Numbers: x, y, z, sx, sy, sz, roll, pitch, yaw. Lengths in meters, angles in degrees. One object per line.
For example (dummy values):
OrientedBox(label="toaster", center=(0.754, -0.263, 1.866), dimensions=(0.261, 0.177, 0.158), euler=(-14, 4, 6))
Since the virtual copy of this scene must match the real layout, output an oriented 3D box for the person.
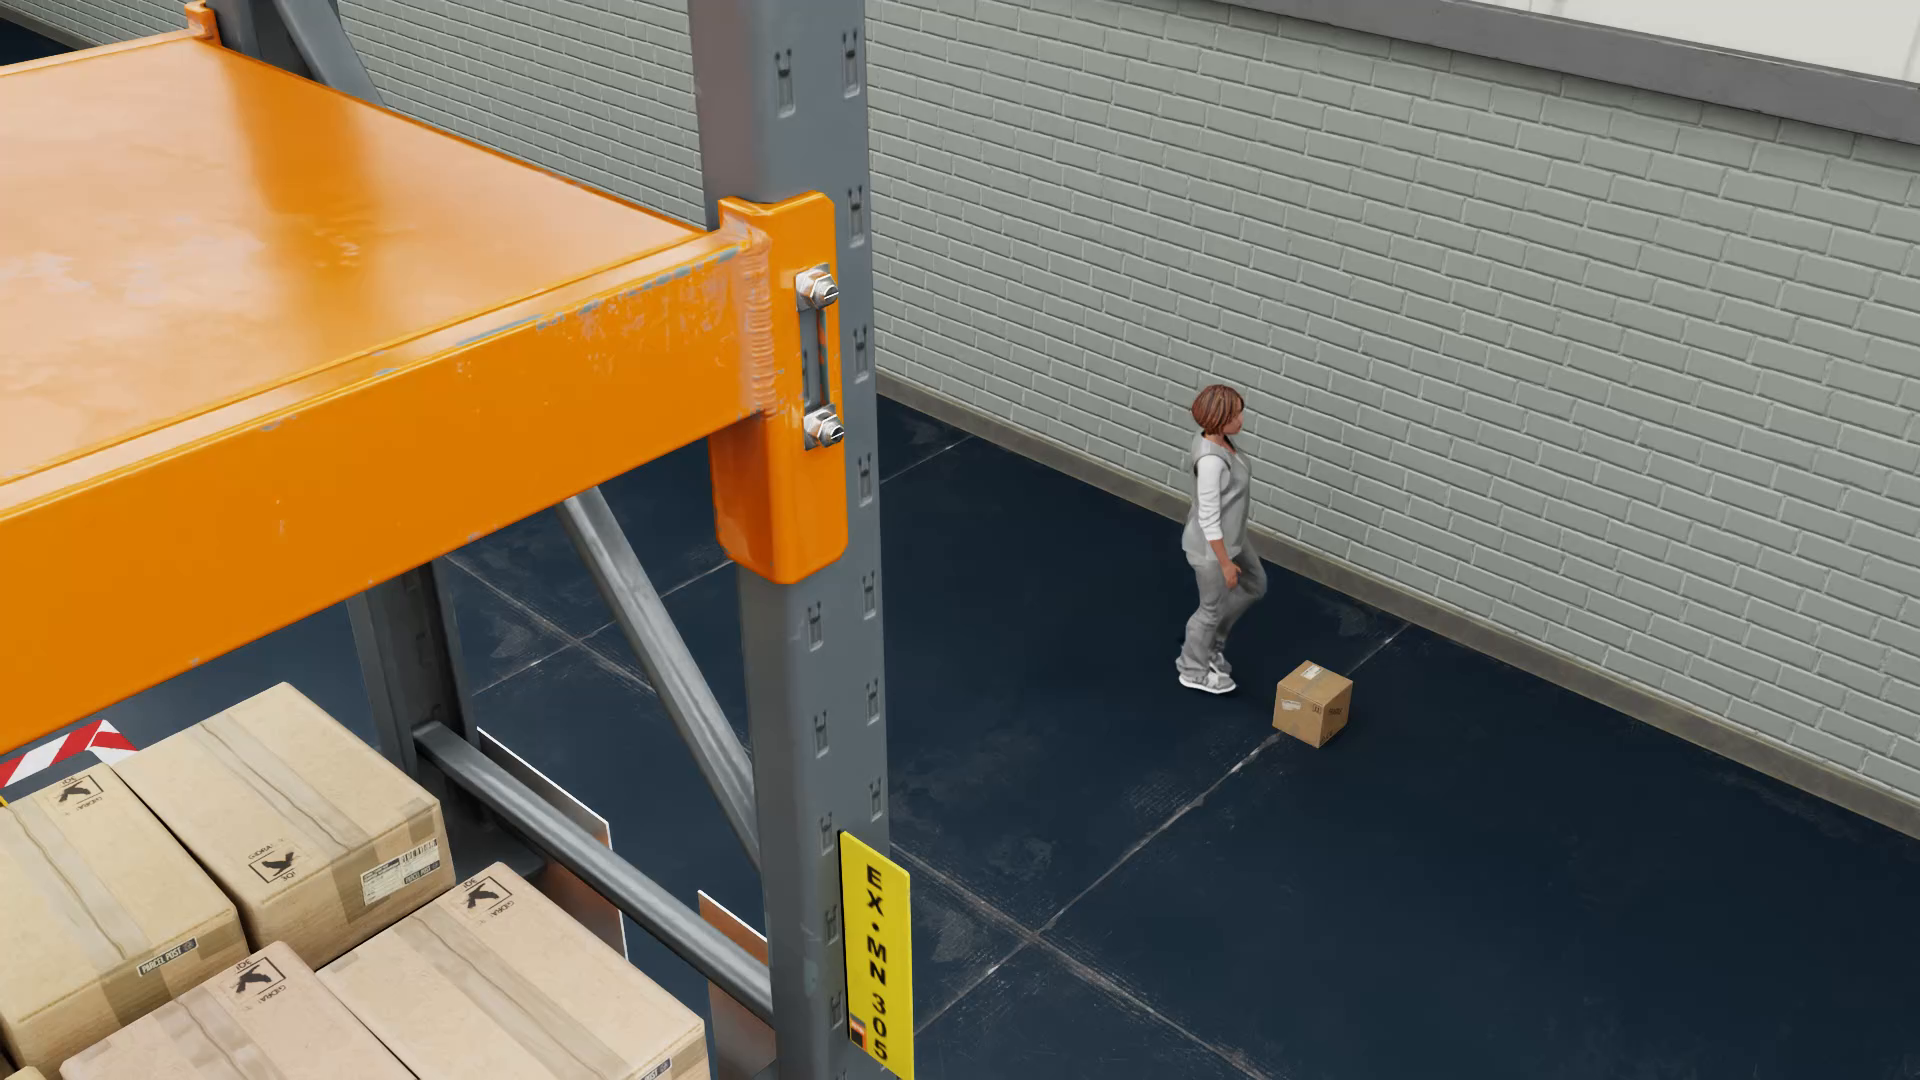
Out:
OrientedBox(label="person", center=(1.212, 0.033, 7.576), dimensions=(0.408, 1.604, 0.466), euler=(8, 33, 13))
